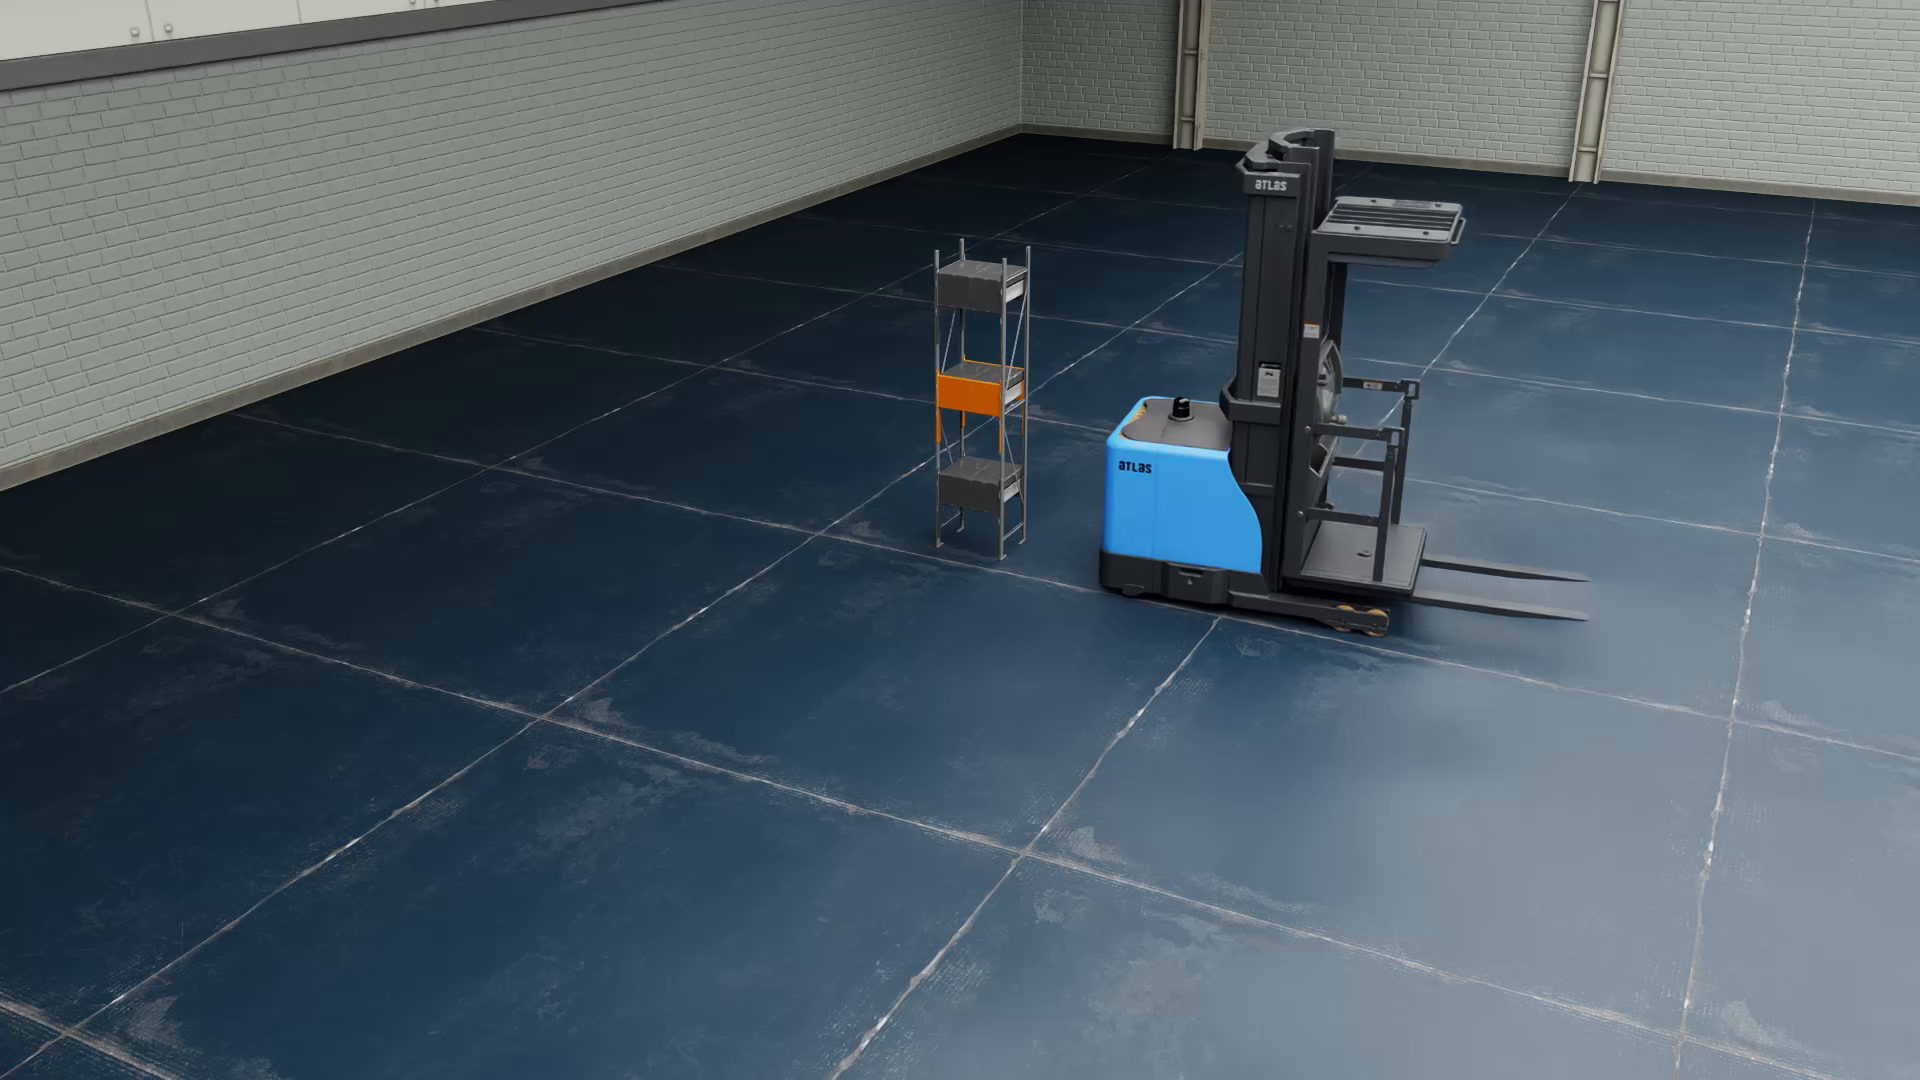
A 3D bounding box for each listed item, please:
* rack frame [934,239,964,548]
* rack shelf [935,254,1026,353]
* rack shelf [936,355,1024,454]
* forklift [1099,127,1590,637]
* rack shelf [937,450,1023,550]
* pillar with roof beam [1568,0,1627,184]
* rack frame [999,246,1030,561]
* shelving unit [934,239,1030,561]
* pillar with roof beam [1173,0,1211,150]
[{"bbox_3d":[-0.070,-0.980,11.372,0.015,2.100,0.400,11,25,25],"label":"rack frame"},{"bbox_3d":[0.148,-1.569,11.002,0.480,0.518,0.431,11,25,25],"label":"rack shelf"},{"bbox_3d":[0.148,-0.924,11.276,0.480,0.518,0.431,11,25,25],"label":"rack shelf"},{"bbox_3d":[2.486,-0.983,10.317,3.031,2.935,1.130,8,24,18],"label":"forklift"},{"bbox_3d":[0.148,-0.280,11.550,0.480,0.518,0.431,11,25,25],"label":"rack shelf"},{"bbox_3d":[7.025,-7.802,18.597,0.400,9.000,9.100,11,25,25],"label":"pillar with roof beam"},{"bbox_3d":[0.365,-0.894,11.169,0.015,2.100,0.400,11,25,25],"label":"rack frame"},{"bbox_3d":[0.148,-0.937,11.270,0.503,2.100,0.431,11,25,25],"label":"shelving unit"},{"bbox_3d":[1.671,-8.862,21.089,0.400,9.000,9.100,11,25,25],"label":"pillar with roof beam"}]
